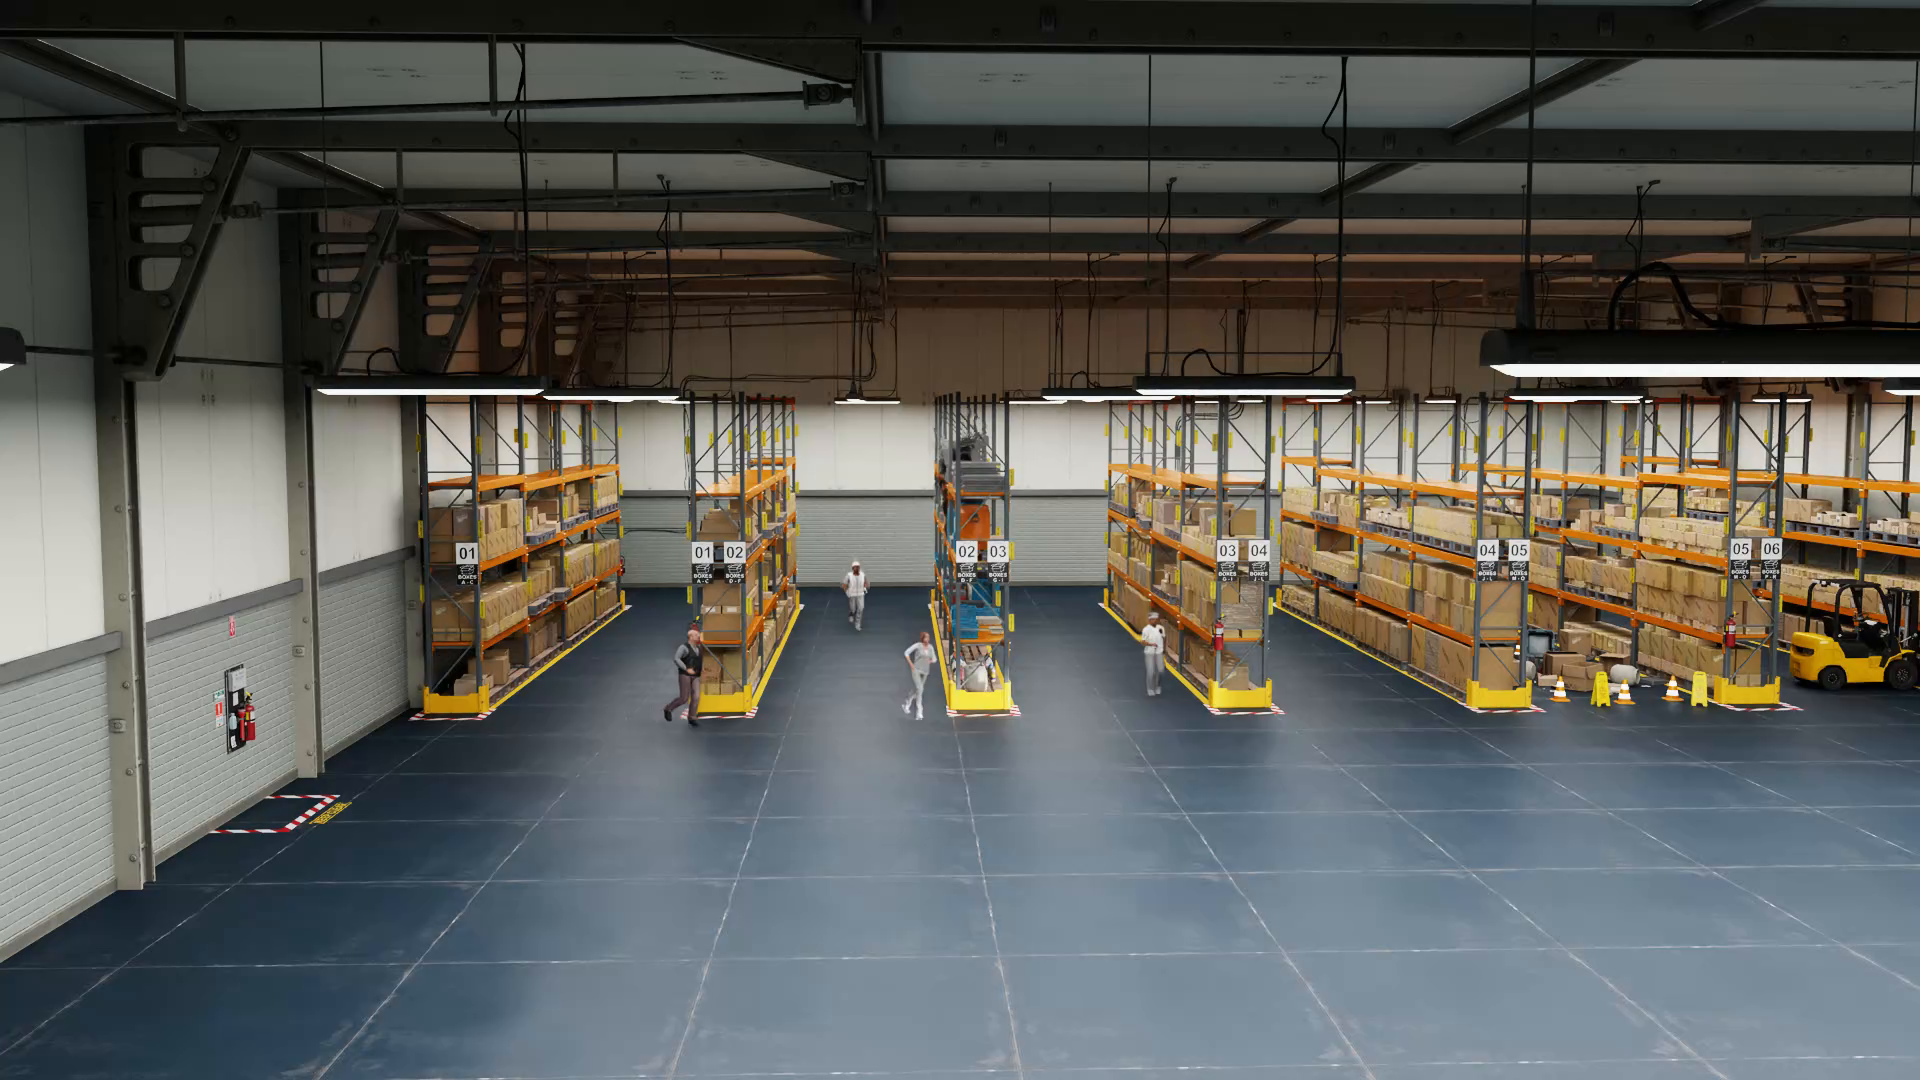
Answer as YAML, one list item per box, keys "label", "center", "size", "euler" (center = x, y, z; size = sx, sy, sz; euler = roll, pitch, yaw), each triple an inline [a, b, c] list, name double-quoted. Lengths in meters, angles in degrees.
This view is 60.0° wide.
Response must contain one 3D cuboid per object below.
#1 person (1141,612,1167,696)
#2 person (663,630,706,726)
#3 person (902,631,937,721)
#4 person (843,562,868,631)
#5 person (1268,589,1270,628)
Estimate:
- label: "person"
  center: [3.854, 2.247, 32.839]
  size: [0.549, 1.671, 0.649]
  euler: [0, 5, -5]
- label: "person"
  center: [-4.874, 2.471, 30.060]
  size: [0.814, 1.693, 0.731]
  euler: [3, 6, 35]
- label: "person"
  center: [-0.729, 2.482, 30.734]
  size: [0.536, 1.619, 0.759]
  euler: [-3, 6, -35]
- label: "person"
  center: [-2.672, 1.433, 42.822]
  size: [0.681, 1.753, 0.726]
  euler: [-1, 5, -16]
- label: "person"
  center: [7.814, 1.408, 43.216]
  size: [0.573, 1.669, 0.972]
  euler: [-1, 5, -8]
